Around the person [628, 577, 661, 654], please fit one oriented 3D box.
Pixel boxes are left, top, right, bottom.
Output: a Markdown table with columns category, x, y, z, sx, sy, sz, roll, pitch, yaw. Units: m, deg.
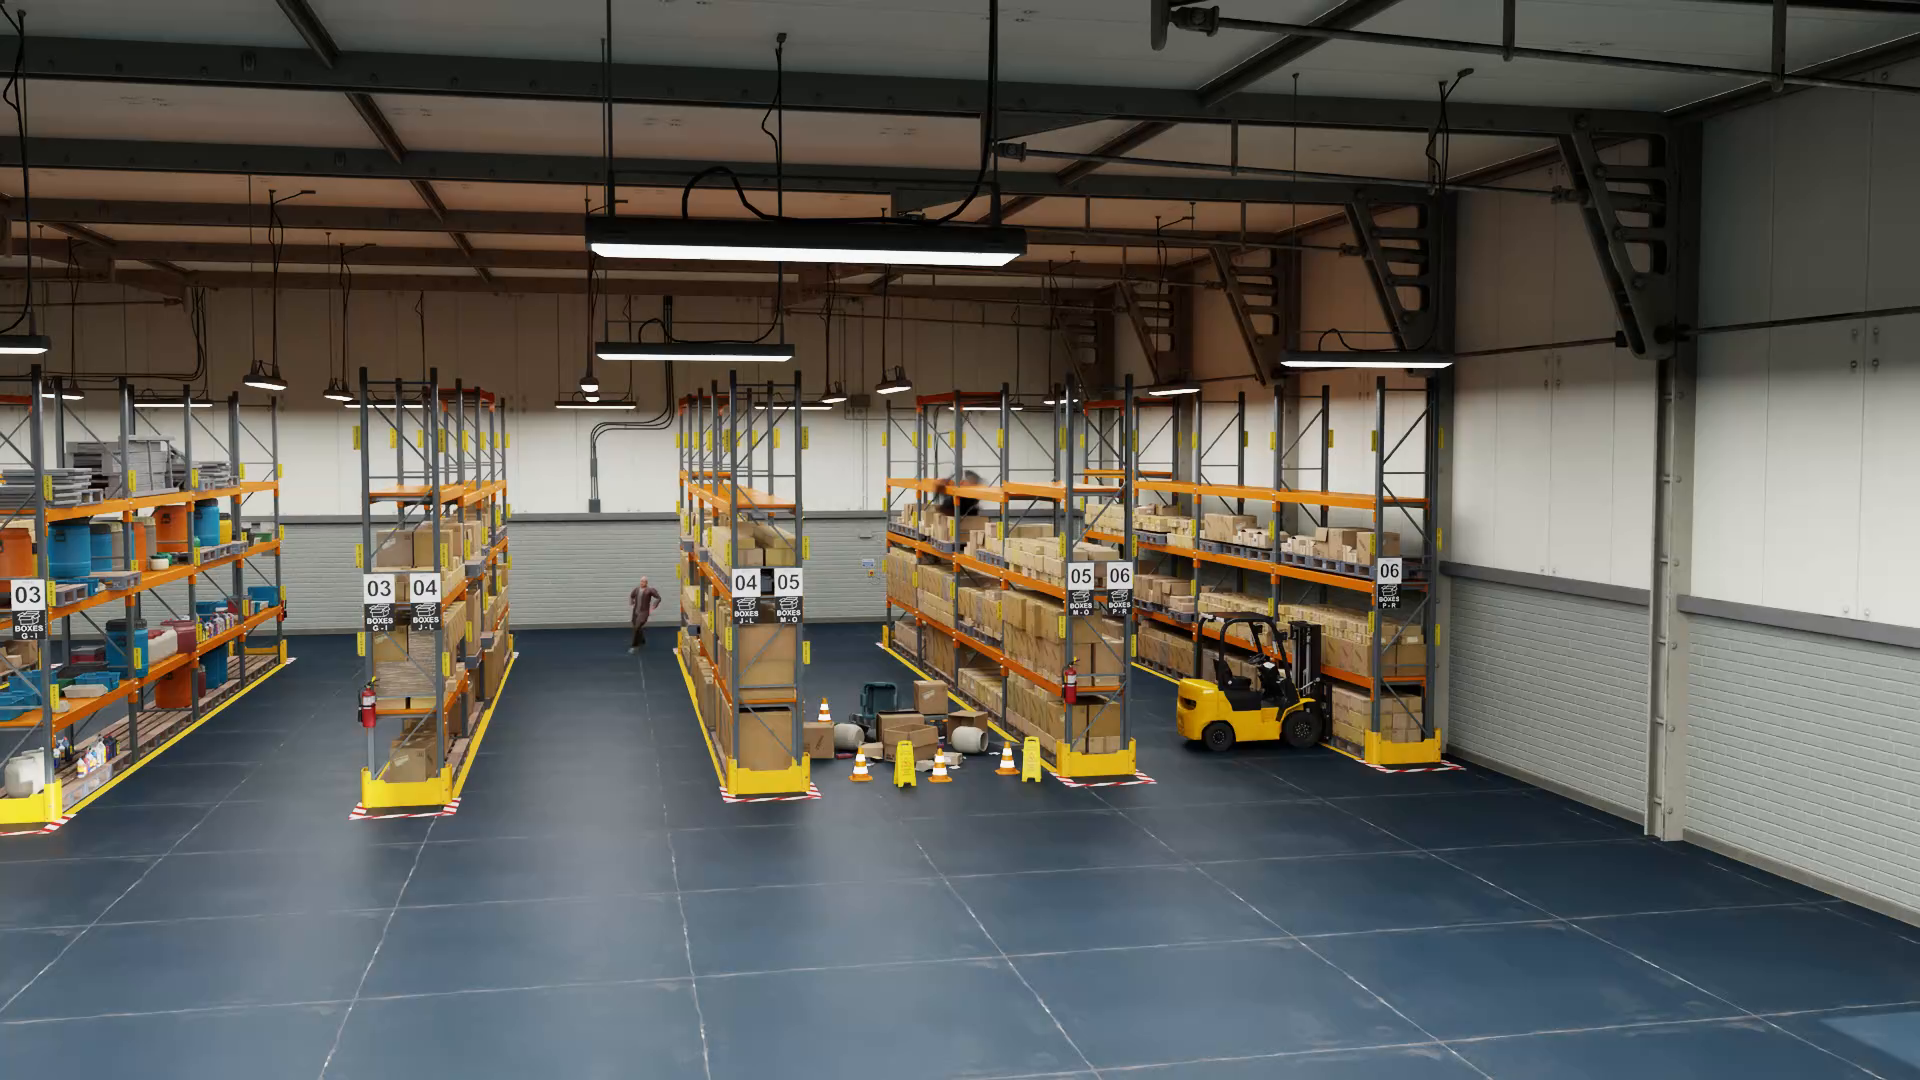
| category | x | y | z | sx | sy | sz | roll | pitch | yaw |
| --- | --- | --- | --- | --- | --- | --- | --- | --- | --- |
| person | -7.555 | 1.778 | 39.476 | 0.770 | 1.816 | 0.792 | 2 | 4 | 24 |
